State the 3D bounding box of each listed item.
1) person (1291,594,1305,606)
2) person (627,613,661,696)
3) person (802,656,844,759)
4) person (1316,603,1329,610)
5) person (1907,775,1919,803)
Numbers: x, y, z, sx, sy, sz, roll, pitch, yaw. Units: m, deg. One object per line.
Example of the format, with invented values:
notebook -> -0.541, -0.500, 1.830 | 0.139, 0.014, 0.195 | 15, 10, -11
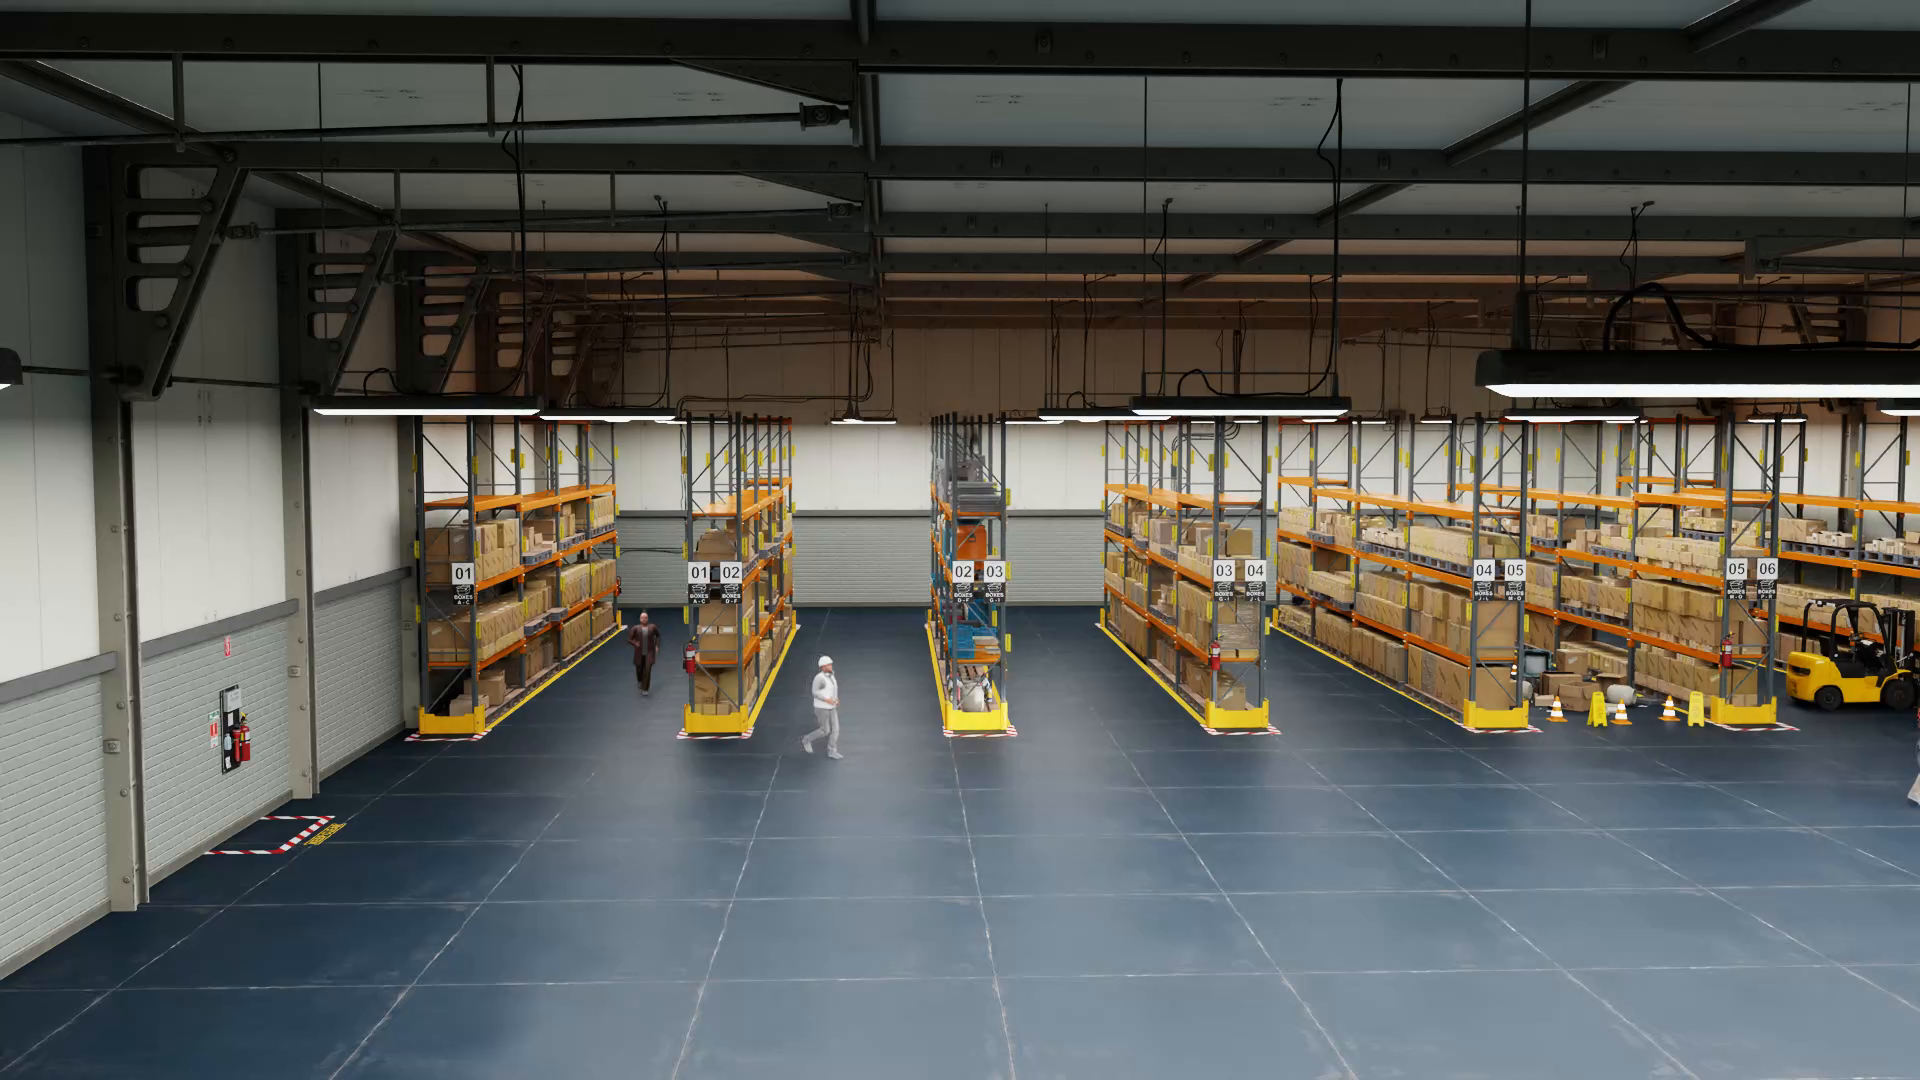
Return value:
person -> 10.017, 1.612, 48.996 | 0.515, 1.587, 0.660 | 3, 5, 41
person -> -6.747, 2.424, 35.548 | 0.718, 1.746, 0.833 | -1, 4, -13
person -> -2.355, 2.892, 28.797 | 0.764, 1.772, 0.684 | 2, 4, 26
person -> 10.514, 1.535, 49.150 | 0.984, 1.655, 0.592 | 0, 4, 4
person -> 14.710, 3.178, 24.992 | 0.752, 1.792, 0.650 | 4, 5, 45
